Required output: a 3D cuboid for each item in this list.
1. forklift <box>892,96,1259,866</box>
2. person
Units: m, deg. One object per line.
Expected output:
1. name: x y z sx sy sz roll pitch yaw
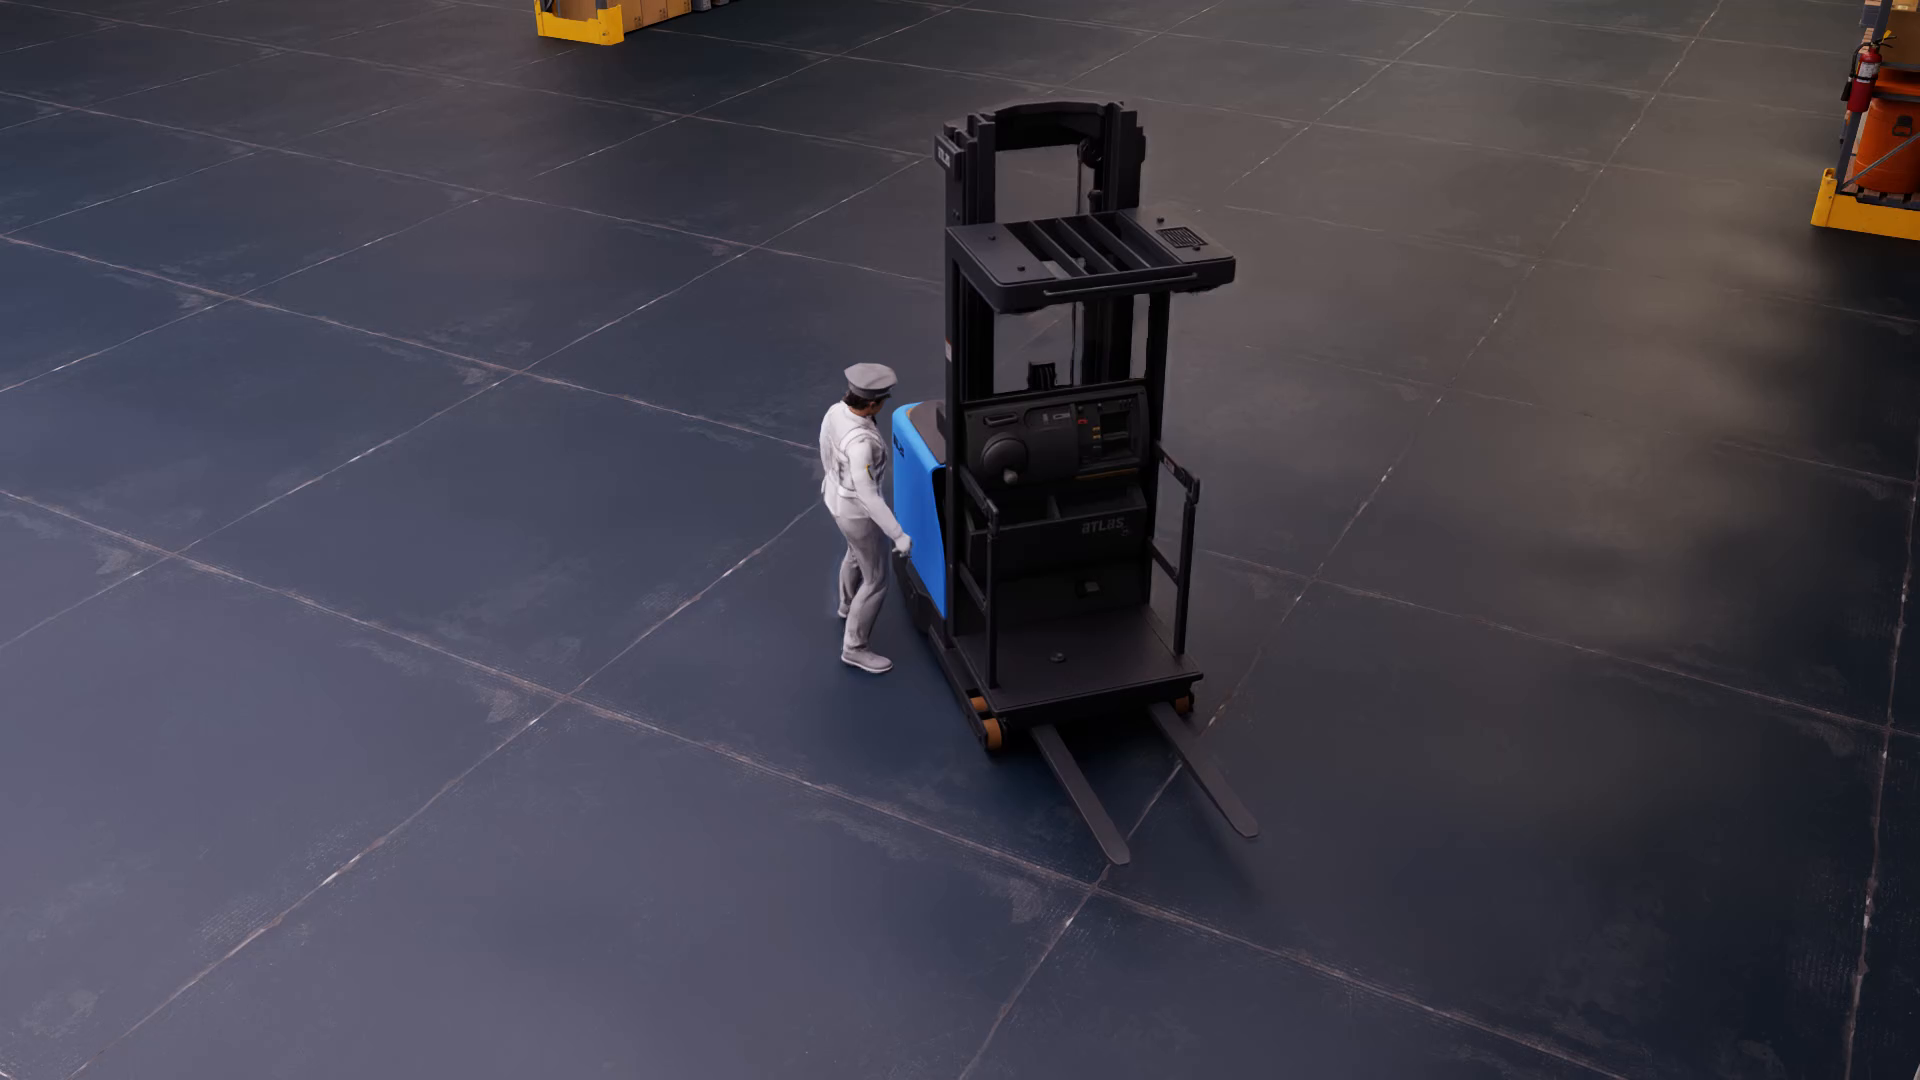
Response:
1. forklift: 0.540 -0.451 7.851 1.130 2.935 3.031 -9 31 -15
2. person: -0.498 -0.153 8.641 0.393 1.638 0.777 -10 32 -17
